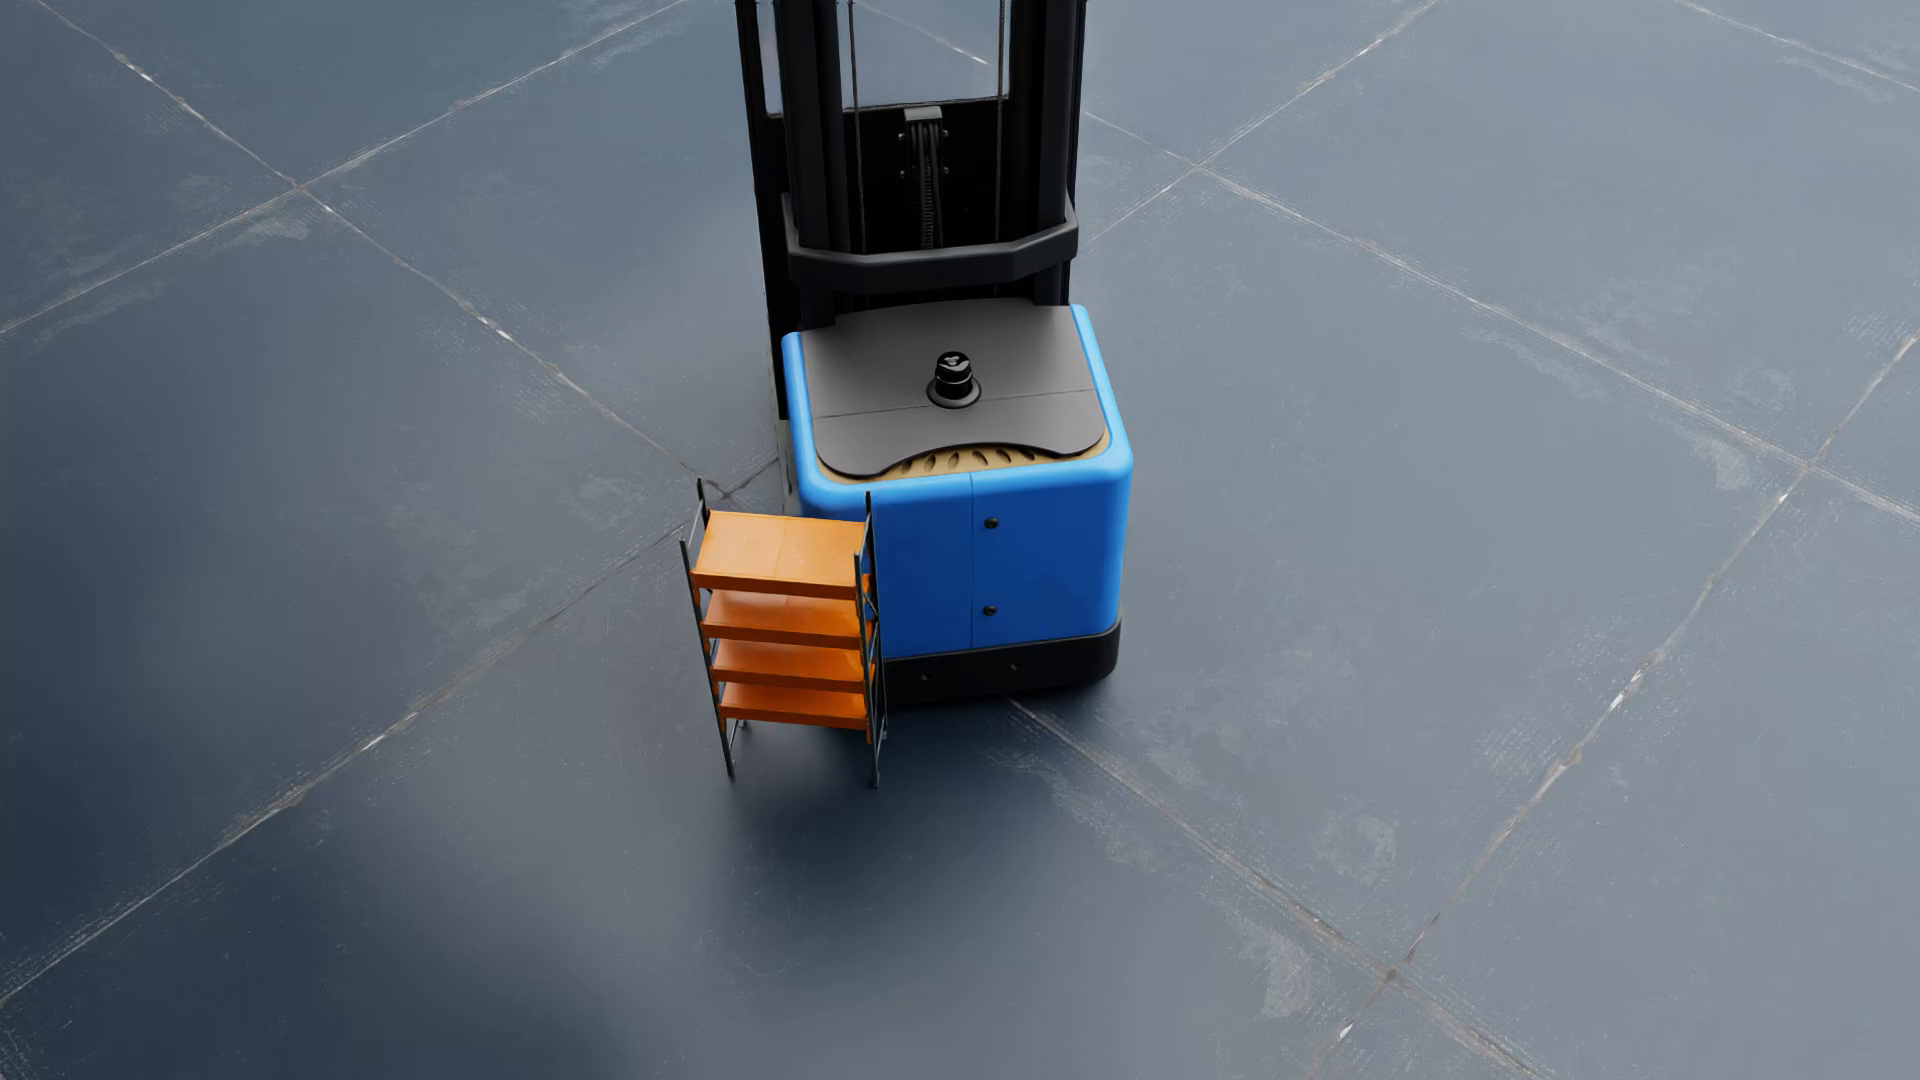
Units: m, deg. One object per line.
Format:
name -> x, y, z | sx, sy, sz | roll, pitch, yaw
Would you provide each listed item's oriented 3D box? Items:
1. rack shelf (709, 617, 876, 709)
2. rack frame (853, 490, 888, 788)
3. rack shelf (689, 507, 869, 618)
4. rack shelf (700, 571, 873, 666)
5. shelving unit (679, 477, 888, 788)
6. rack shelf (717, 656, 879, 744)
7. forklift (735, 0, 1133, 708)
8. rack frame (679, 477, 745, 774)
rack shelf -> -0.511, 0.361, 5.171 | 0.480, 0.148, 0.258 | 5, 50, 4
rack frame -> -0.269, 0.337, 5.101 | 0.015, 1.200, 0.240 | 5, 50, 4
rack shelf -> -0.514, 0.064, 4.820 | 0.480, 0.148, 0.258 | 5, 50, 4
rack shelf -> -0.512, 0.217, 5.000 | 0.480, 0.148, 0.258 | 5, 50, 4
shelving unit -> -0.511, 0.317, 5.120 | 0.503, 1.200, 0.258 | 5, 50, 4
rack shelf -> -0.509, 0.489, 5.323 | 0.480, 0.148, 0.258 | 5, 50, 4
forklift -> -0.188, -1.514, 5.661 | 1.130, 2.935, 3.031 | -6, 47, -6
rack frame -> -0.754, 0.298, 5.138 | 0.015, 1.200, 0.240 | 5, 50, 4
